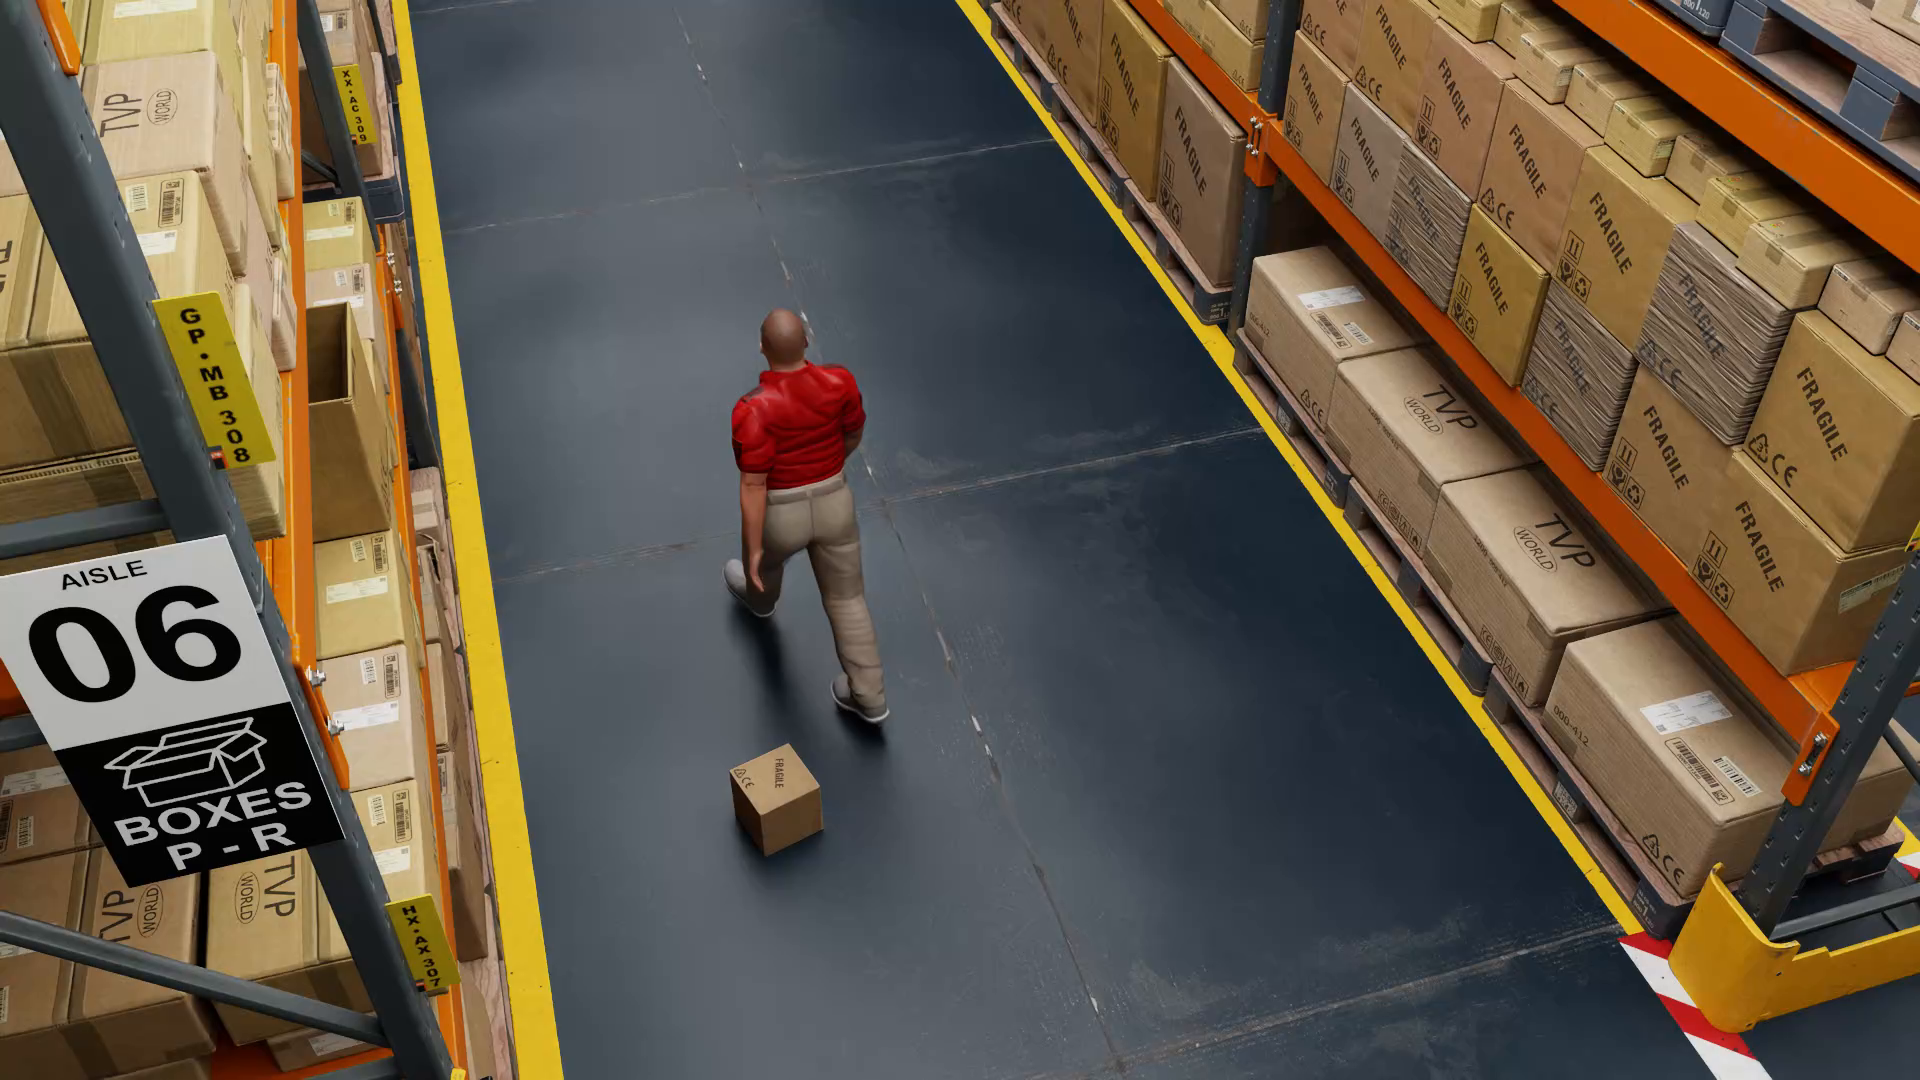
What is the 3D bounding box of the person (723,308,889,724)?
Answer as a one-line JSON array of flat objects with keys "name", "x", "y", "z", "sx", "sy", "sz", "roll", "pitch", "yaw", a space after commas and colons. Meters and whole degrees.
[{"name": "person", "x": -0.613, "y": -0.161, "z": 6.356, "sx": 0.576, "sy": 1.651, "sz": 1.113, "roll": -16, "pitch": 44, "yaw": -17}]
